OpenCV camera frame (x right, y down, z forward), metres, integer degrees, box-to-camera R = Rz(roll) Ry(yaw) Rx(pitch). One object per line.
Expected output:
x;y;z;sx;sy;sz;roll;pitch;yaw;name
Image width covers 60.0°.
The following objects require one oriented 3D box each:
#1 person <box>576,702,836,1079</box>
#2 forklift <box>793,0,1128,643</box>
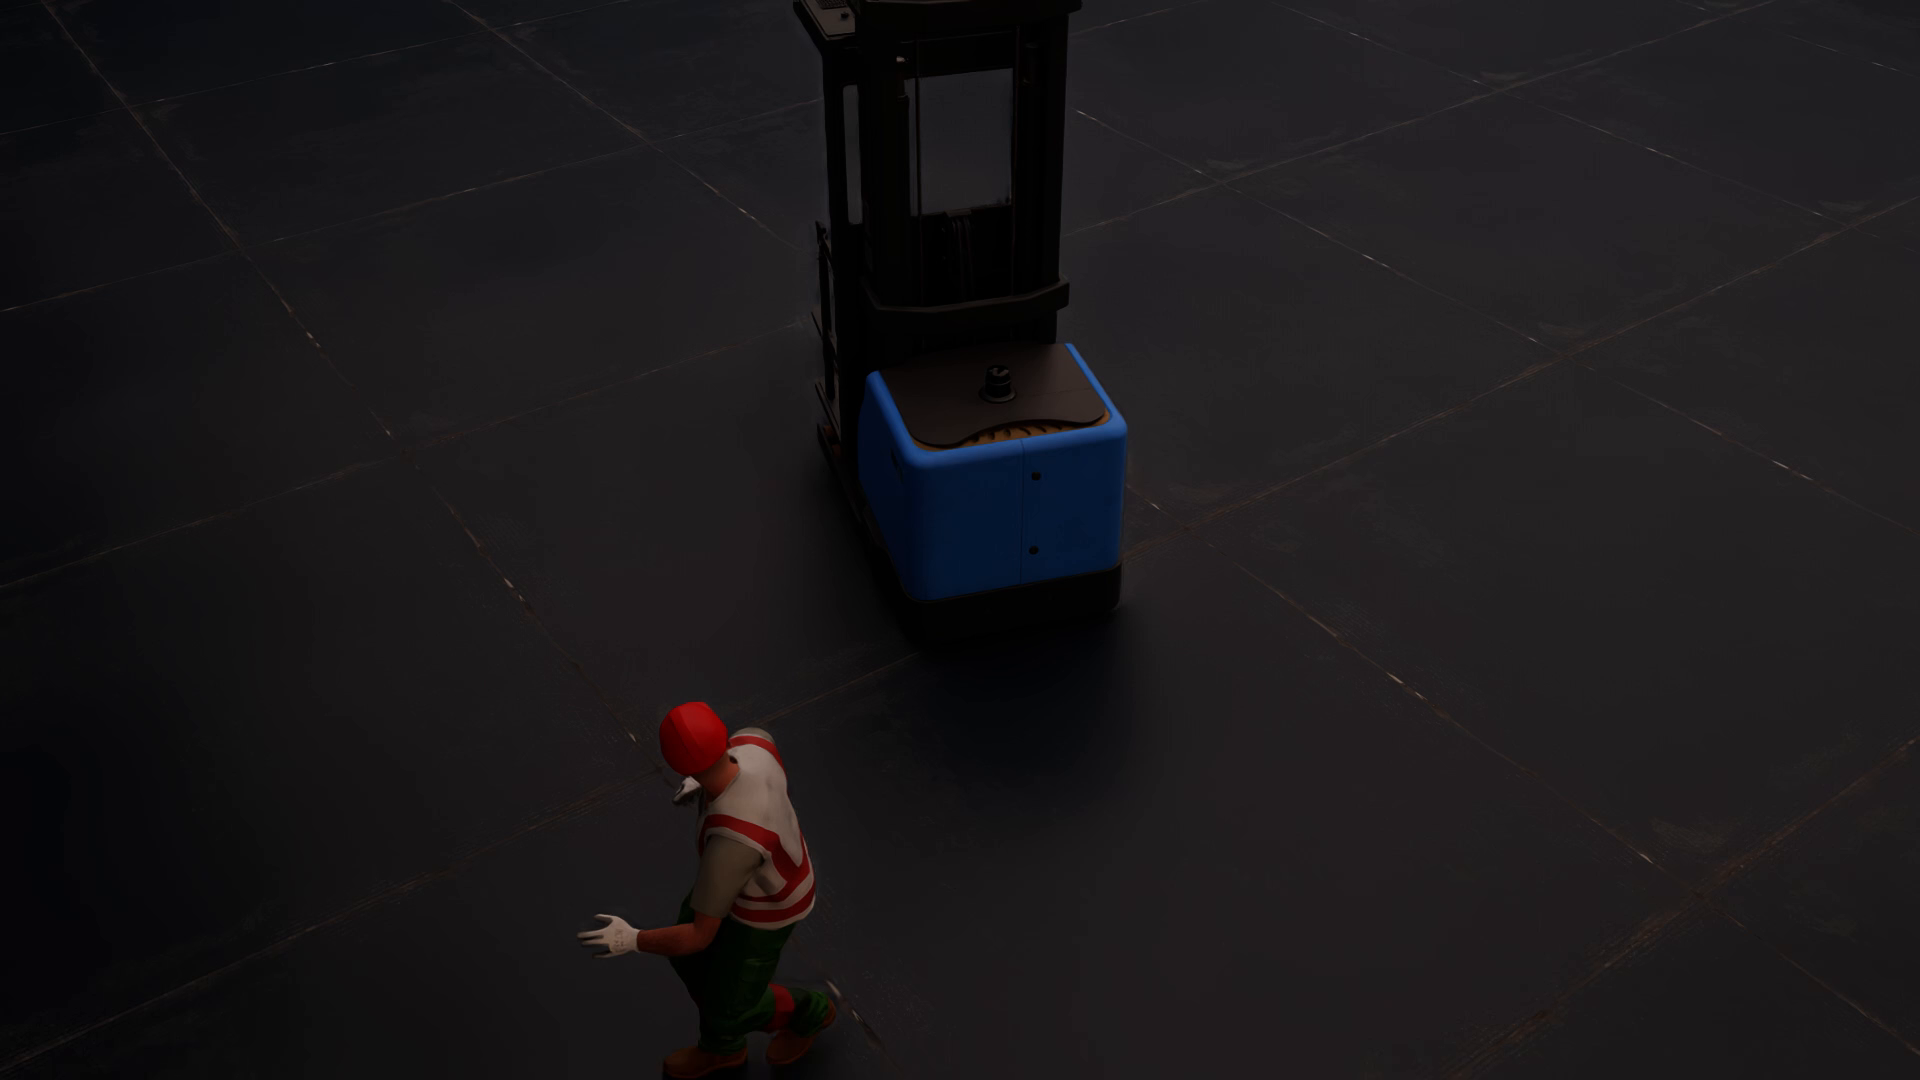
-0.850;1.146;5.465;0.816;1.654;0.876;-9;37;-12;person
-0.138;-1.581;8.083;1.130;2.935;3.031;-10;38;-13;forklift
